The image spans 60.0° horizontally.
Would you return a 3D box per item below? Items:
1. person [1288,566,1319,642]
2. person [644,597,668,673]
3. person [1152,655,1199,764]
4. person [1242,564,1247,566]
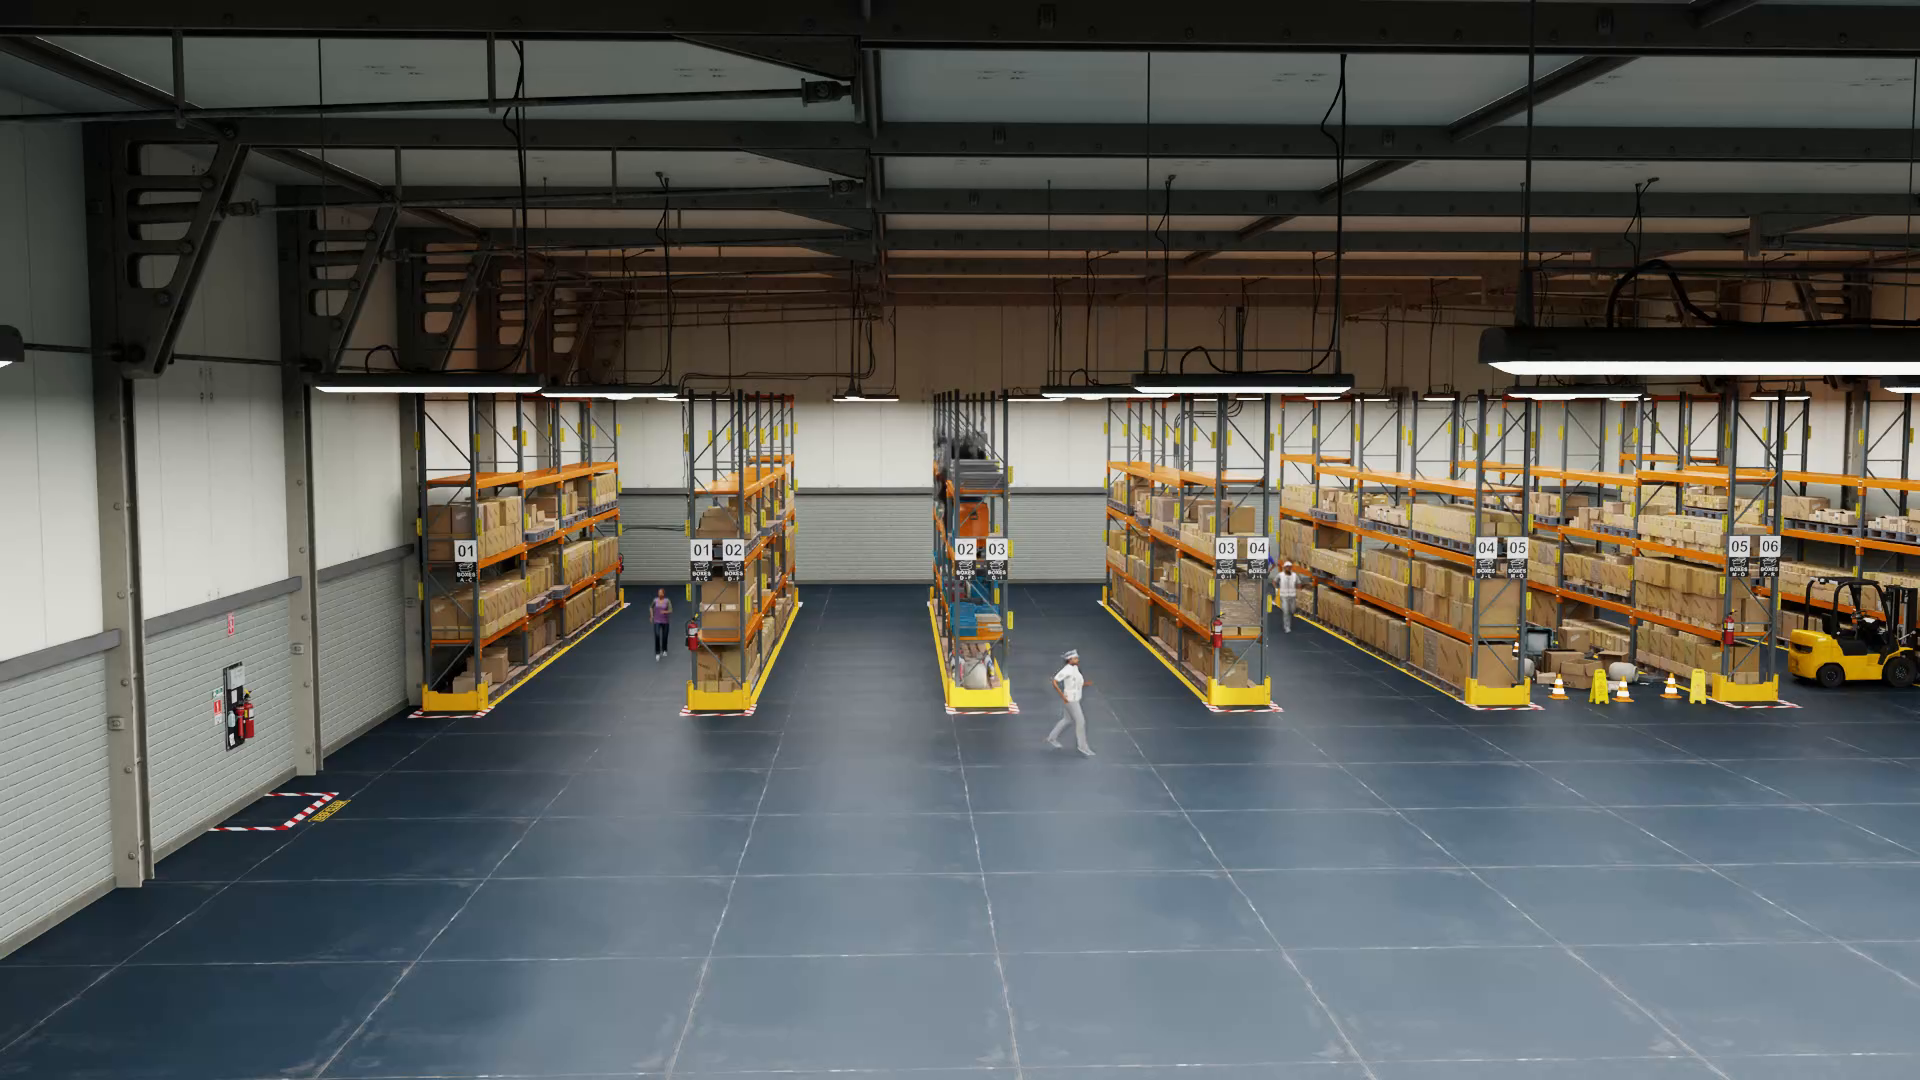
[{"bbox_3d":[8.324,1.523,40.178,0.686,1.788,0.893,0,5,-4],"label":"person"},{"bbox_3d":[-6.508,2.029,35.582,0.509,1.635,0.615,-1,5,-8],"label":"person"},{"bbox_3d":[3.453,2.709,26.623,0.755,1.758,0.546,1,5,16],"label":"person"},{"bbox_3d":[8.000,1.016,47.922,0.663,1.621,0.758,3,5,29],"label":"person"}]
